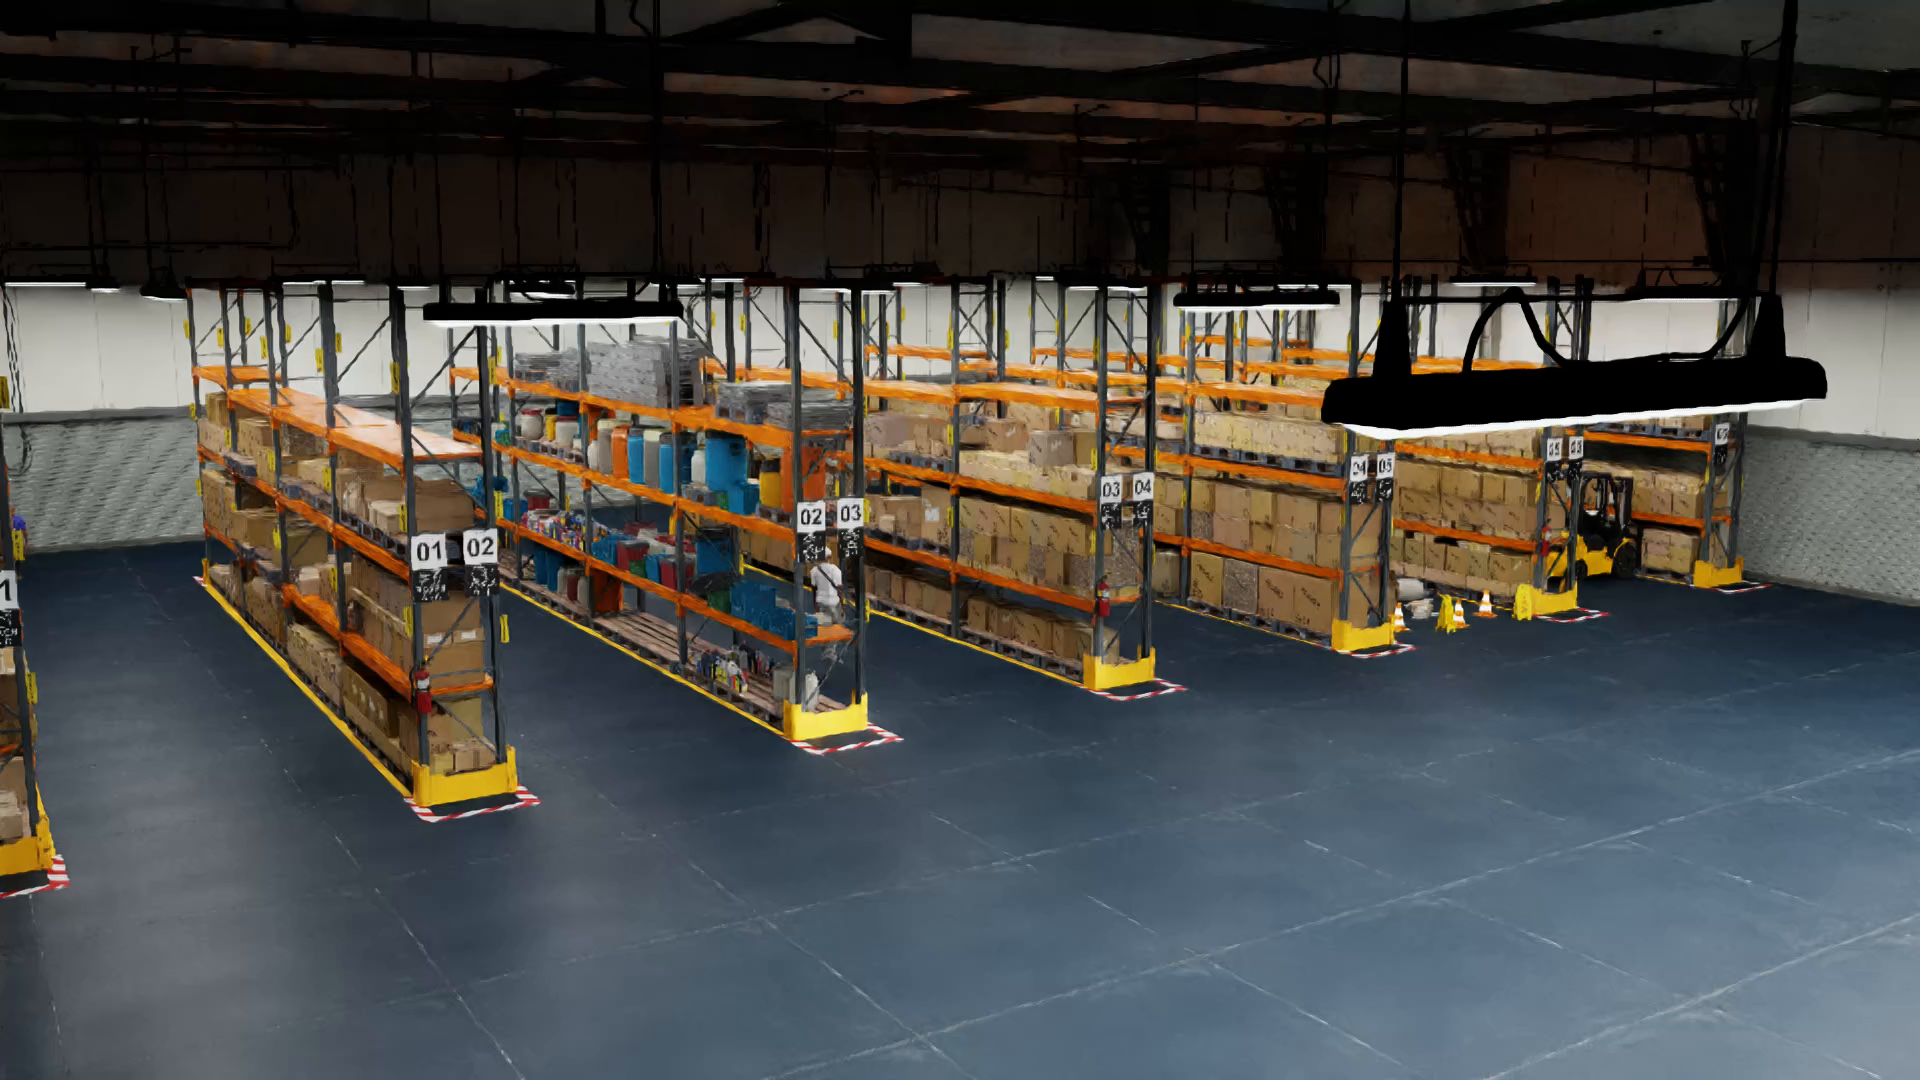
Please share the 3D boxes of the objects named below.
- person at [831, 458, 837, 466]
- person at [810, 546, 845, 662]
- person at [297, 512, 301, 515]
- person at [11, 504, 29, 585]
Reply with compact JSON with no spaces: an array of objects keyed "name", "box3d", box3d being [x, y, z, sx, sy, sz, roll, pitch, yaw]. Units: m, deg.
[{"name":"person","box3d":[-3.145,-1.590,42.810,0.458,1.543,0.885,-1,10,-8]},{"name":"person","box3d":[-1.995,0.960,25.300,0.607,1.763,0.430,6,11,30]},{"name":"person","box3d":[-14.203,-0.491,35.698,0.553,1.709,1.123,-6,11,-30]},{"name":"person","box3d":[-18.618,0.069,32.756,0.463,1.596,0.998,-6,11,-33]}]
